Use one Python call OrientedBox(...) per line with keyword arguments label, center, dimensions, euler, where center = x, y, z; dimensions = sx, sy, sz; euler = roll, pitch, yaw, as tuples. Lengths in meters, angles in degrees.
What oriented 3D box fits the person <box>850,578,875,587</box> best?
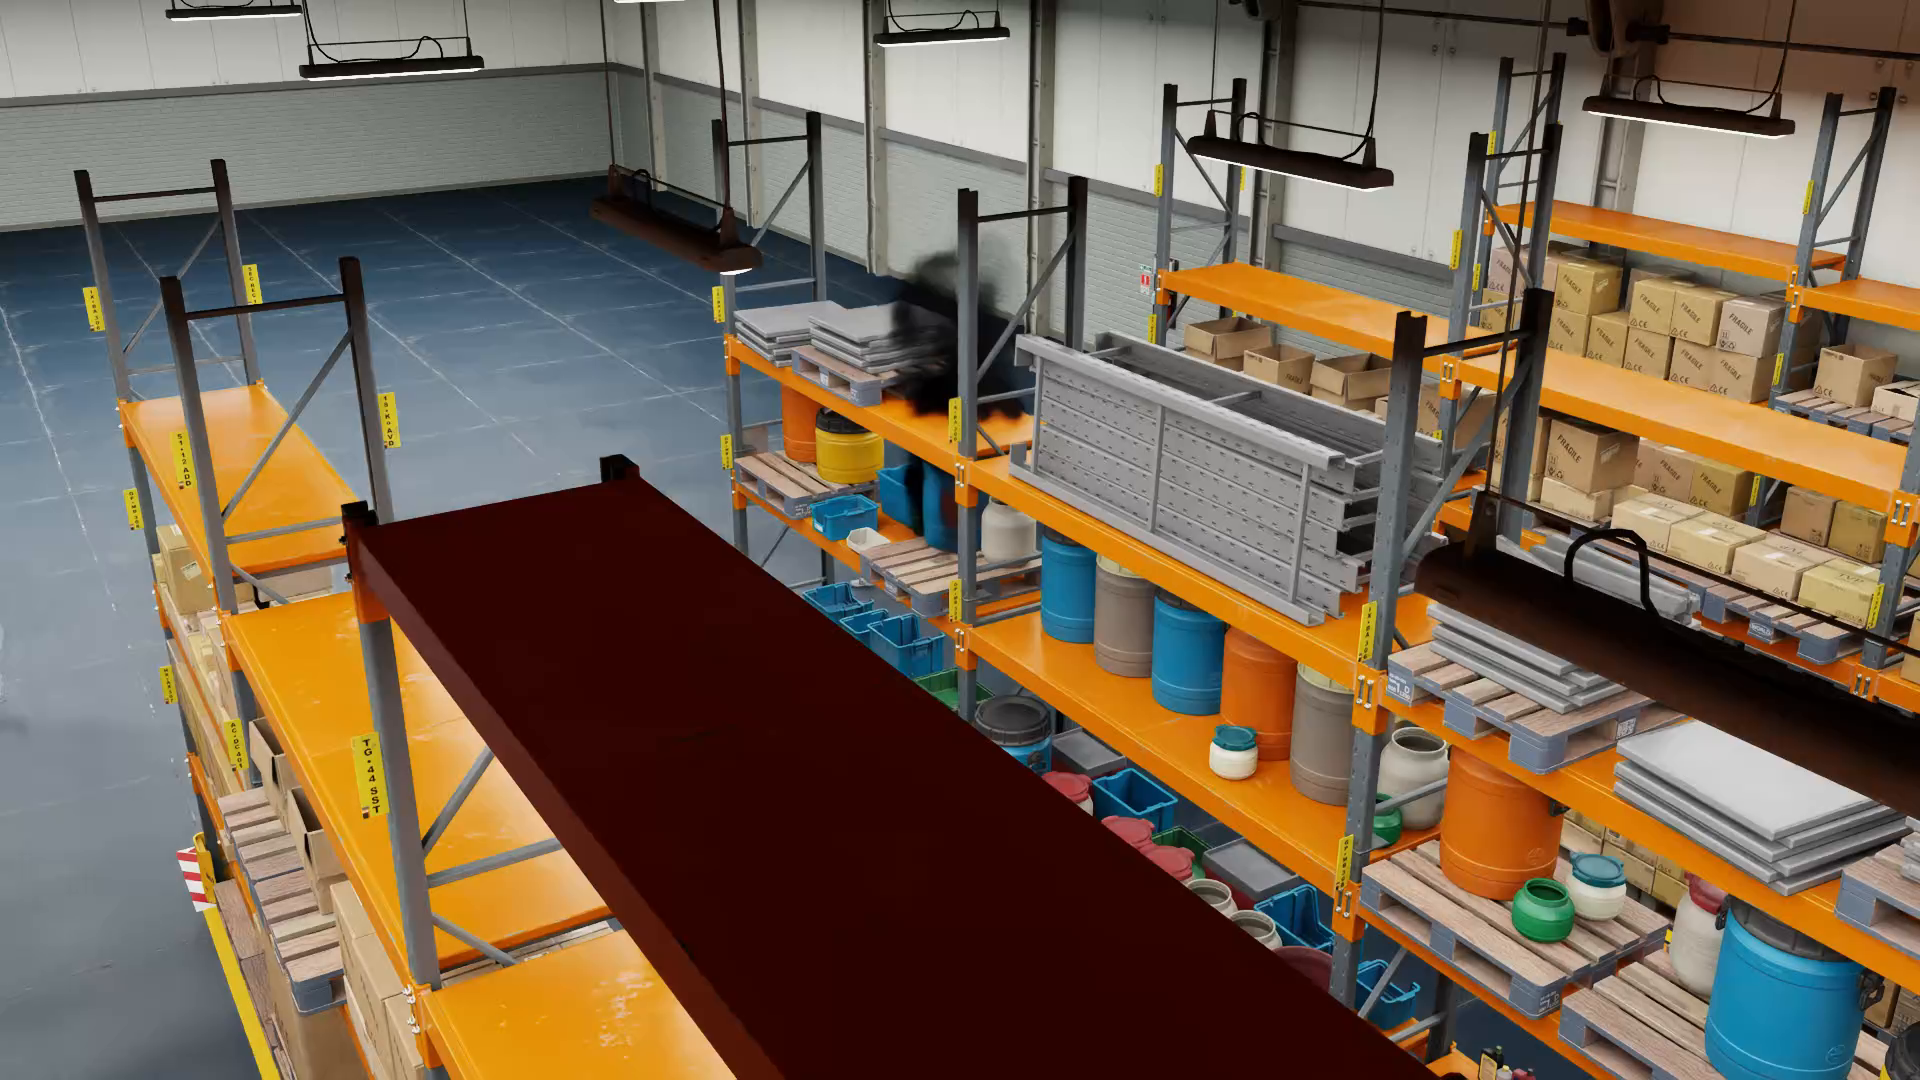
OrientedBox(label="person", center=(-1.250, -0.249, 19.683), dimensions=(0.525, 1.739, 0.690), euler=(-1, 22, -3))
